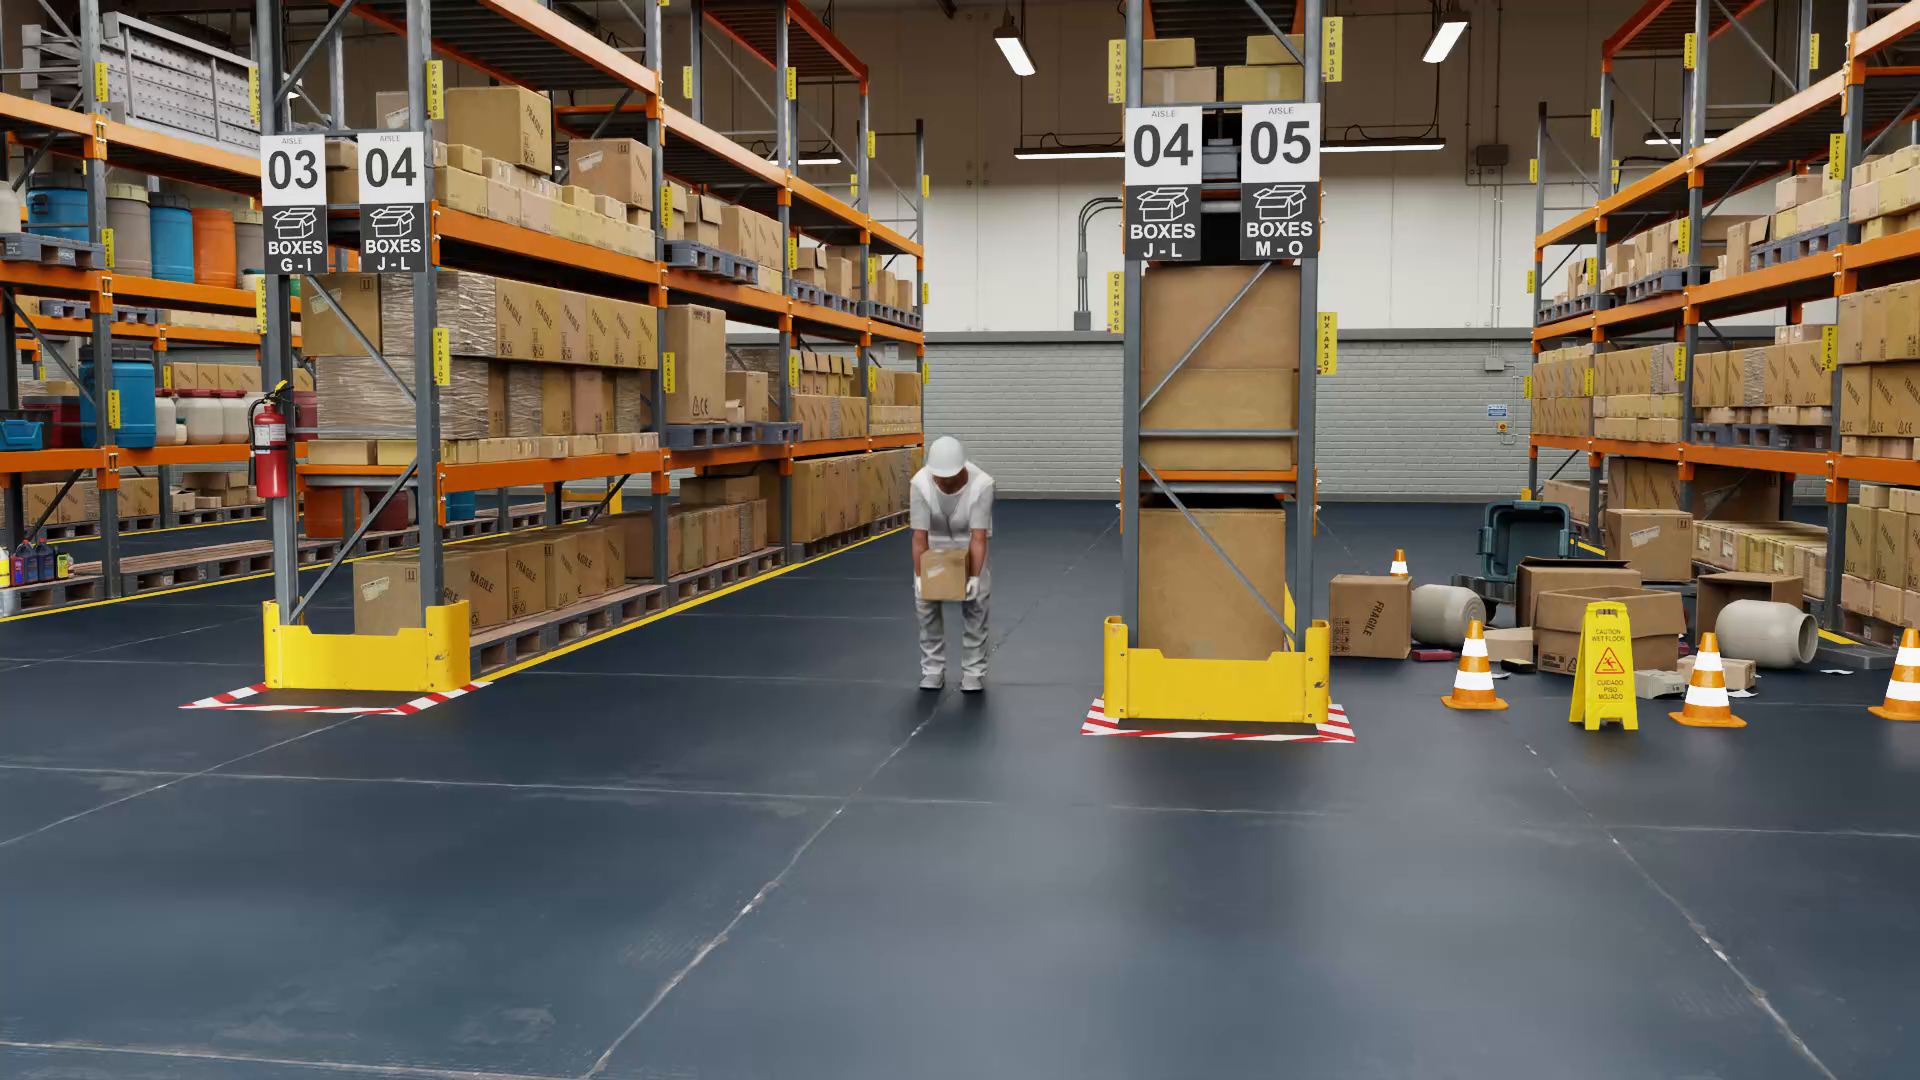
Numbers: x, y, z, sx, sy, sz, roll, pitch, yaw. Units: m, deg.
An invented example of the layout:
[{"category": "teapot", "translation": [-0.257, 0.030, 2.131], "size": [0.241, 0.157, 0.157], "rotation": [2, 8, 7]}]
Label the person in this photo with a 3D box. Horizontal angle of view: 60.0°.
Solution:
[{"category": "person", "translation": [-0.044, 0.141, 9.552], "size": [0.494, 1.484, 0.854], "rotation": [1, 4, 7]}]
